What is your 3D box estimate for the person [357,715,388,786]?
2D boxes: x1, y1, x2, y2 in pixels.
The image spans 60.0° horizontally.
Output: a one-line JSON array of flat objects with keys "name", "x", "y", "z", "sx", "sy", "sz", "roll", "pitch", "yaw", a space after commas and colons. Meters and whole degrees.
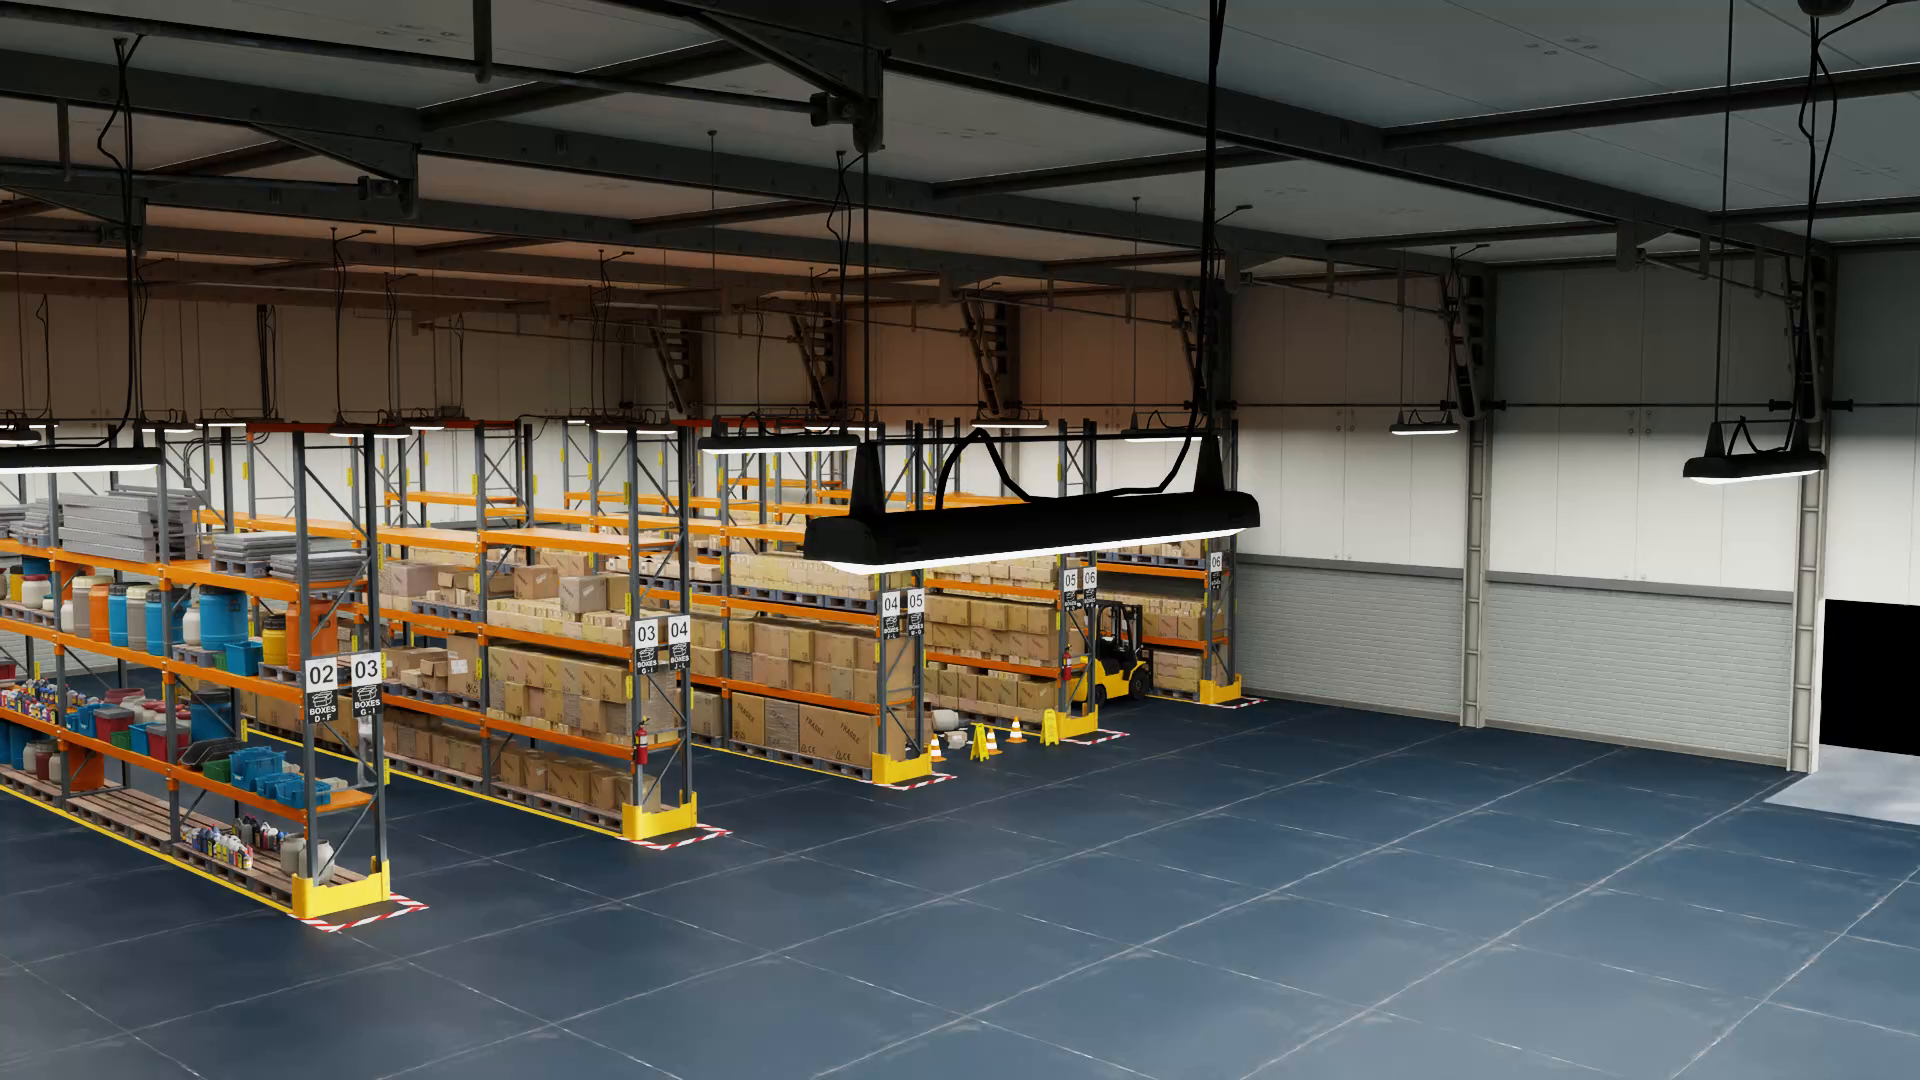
[{"name": "person", "x": -9.711, "y": 3.247, "z": 27.461, "sx": 0.552, "sy": 1.670, "sz": 0.429, "roll": 2, "pitch": 5, "yaw": 24}]
